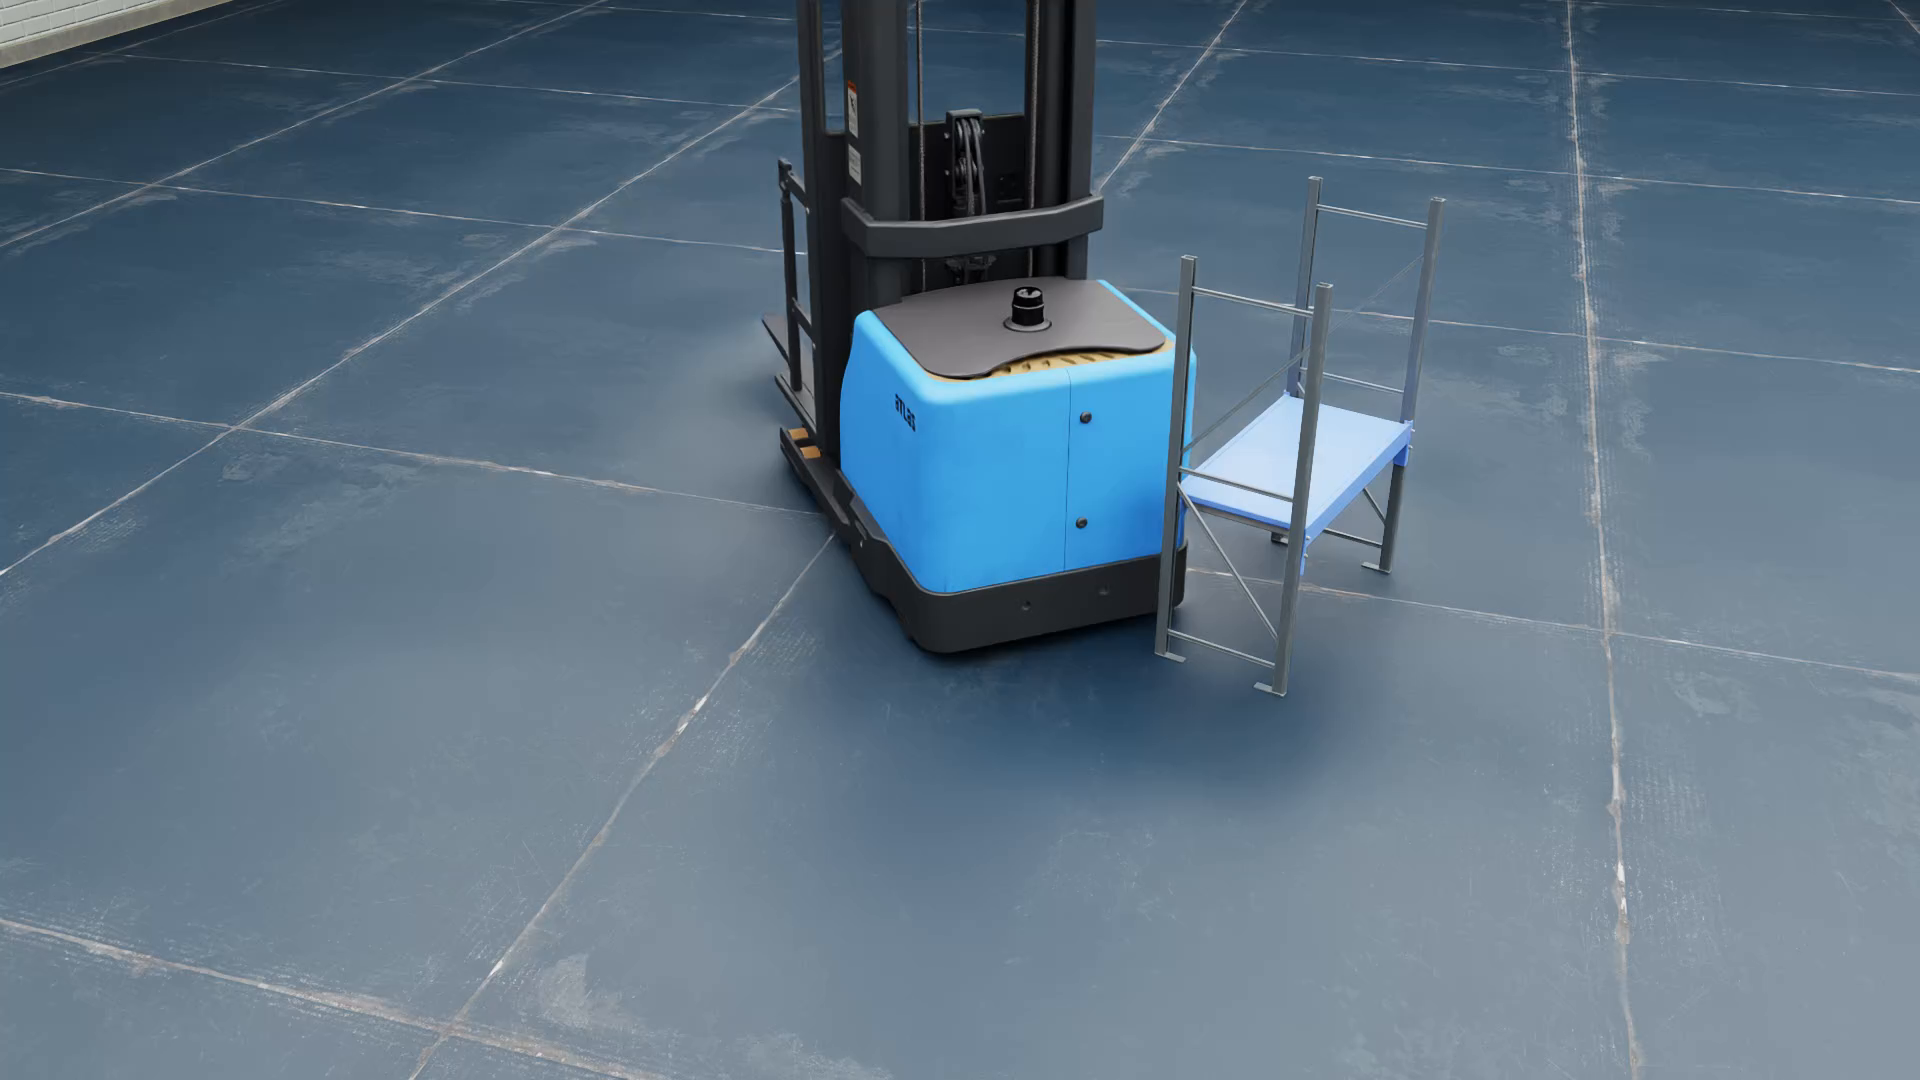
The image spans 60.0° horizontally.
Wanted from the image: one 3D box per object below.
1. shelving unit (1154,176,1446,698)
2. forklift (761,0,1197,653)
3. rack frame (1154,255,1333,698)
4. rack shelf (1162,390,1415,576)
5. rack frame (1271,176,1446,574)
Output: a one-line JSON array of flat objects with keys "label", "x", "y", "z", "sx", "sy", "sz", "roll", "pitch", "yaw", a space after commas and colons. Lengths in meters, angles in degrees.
[{"label": "shelving unit", "x": 1.198, "y": -0.387, "z": 5.904, "sx": 0.538, "sy": 1.500, "sz": 1.048, "roll": 18, "pitch": 34, "yaw": 29}, {"label": "forklift", "x": -0.150, "y": -1.582, "z": 6.578, "sx": 1.130, "sy": 2.935, "sz": 3.031, "roll": -10, "pitch": 31, "yaw": -18}, {"label": "rack frame", "x": 0.919, "y": -0.181, "z": 5.533, "sx": 0.500, "sy": 1.500, "sz": 0.032, "roll": 18, "pitch": 34, "yaw": 29}, {"label": "rack shelf", "x": 1.198, "y": -0.230, "z": 5.991, "sx": 0.538, "sy": 0.185, "sz": 1.000, "roll": 18, "pitch": 34, "yaw": 29}, {"label": "rack frame", "x": 1.478, "y": -0.594, "z": 6.275, "sx": 0.500, "sy": 1.500, "sz": 0.032, "roll": 18, "pitch": 34, "yaw": 29}]
